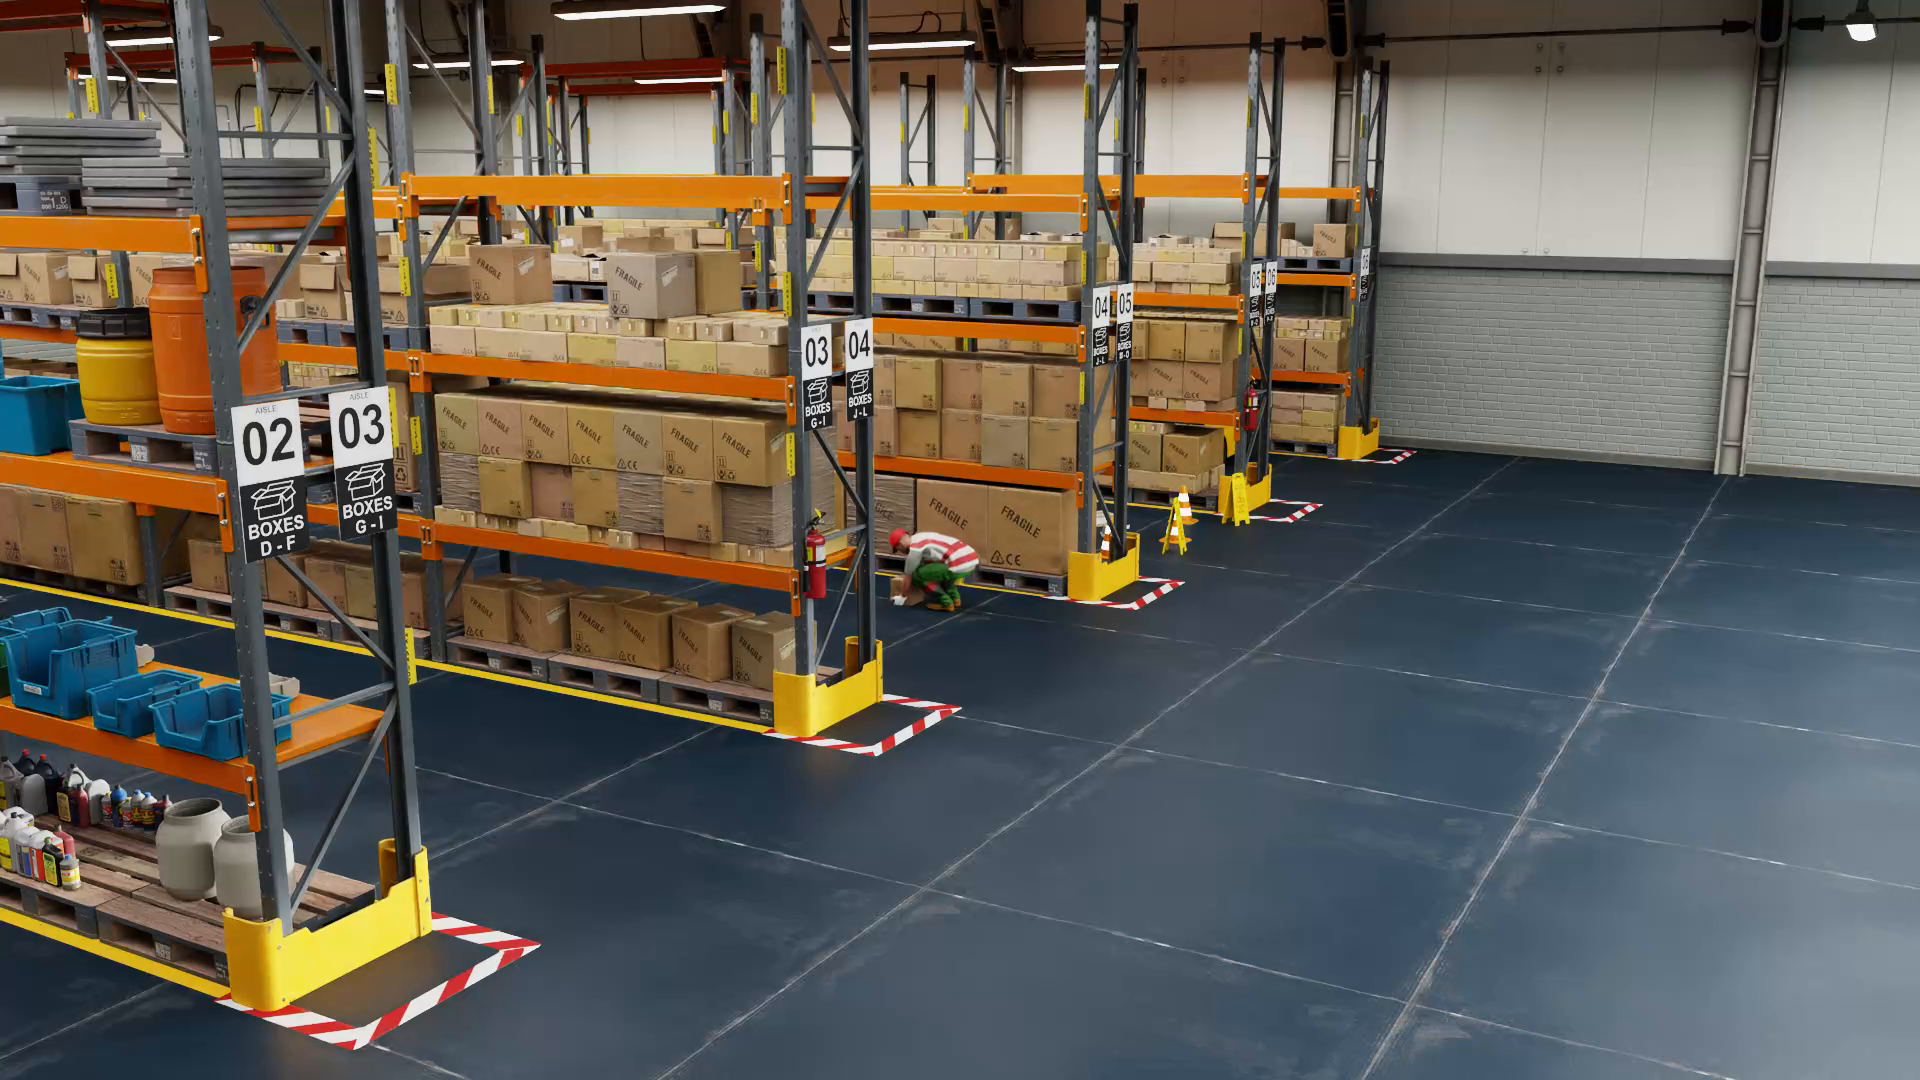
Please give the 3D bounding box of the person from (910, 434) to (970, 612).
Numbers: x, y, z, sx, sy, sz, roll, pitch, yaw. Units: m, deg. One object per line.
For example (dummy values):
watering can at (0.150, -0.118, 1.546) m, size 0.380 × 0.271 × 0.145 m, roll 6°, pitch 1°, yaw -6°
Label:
person at (-0.198, -0.190, 16.778) m, size 0.566 × 1.785 × 0.495 m, roll 7°, pitch 14°, yaw 27°
